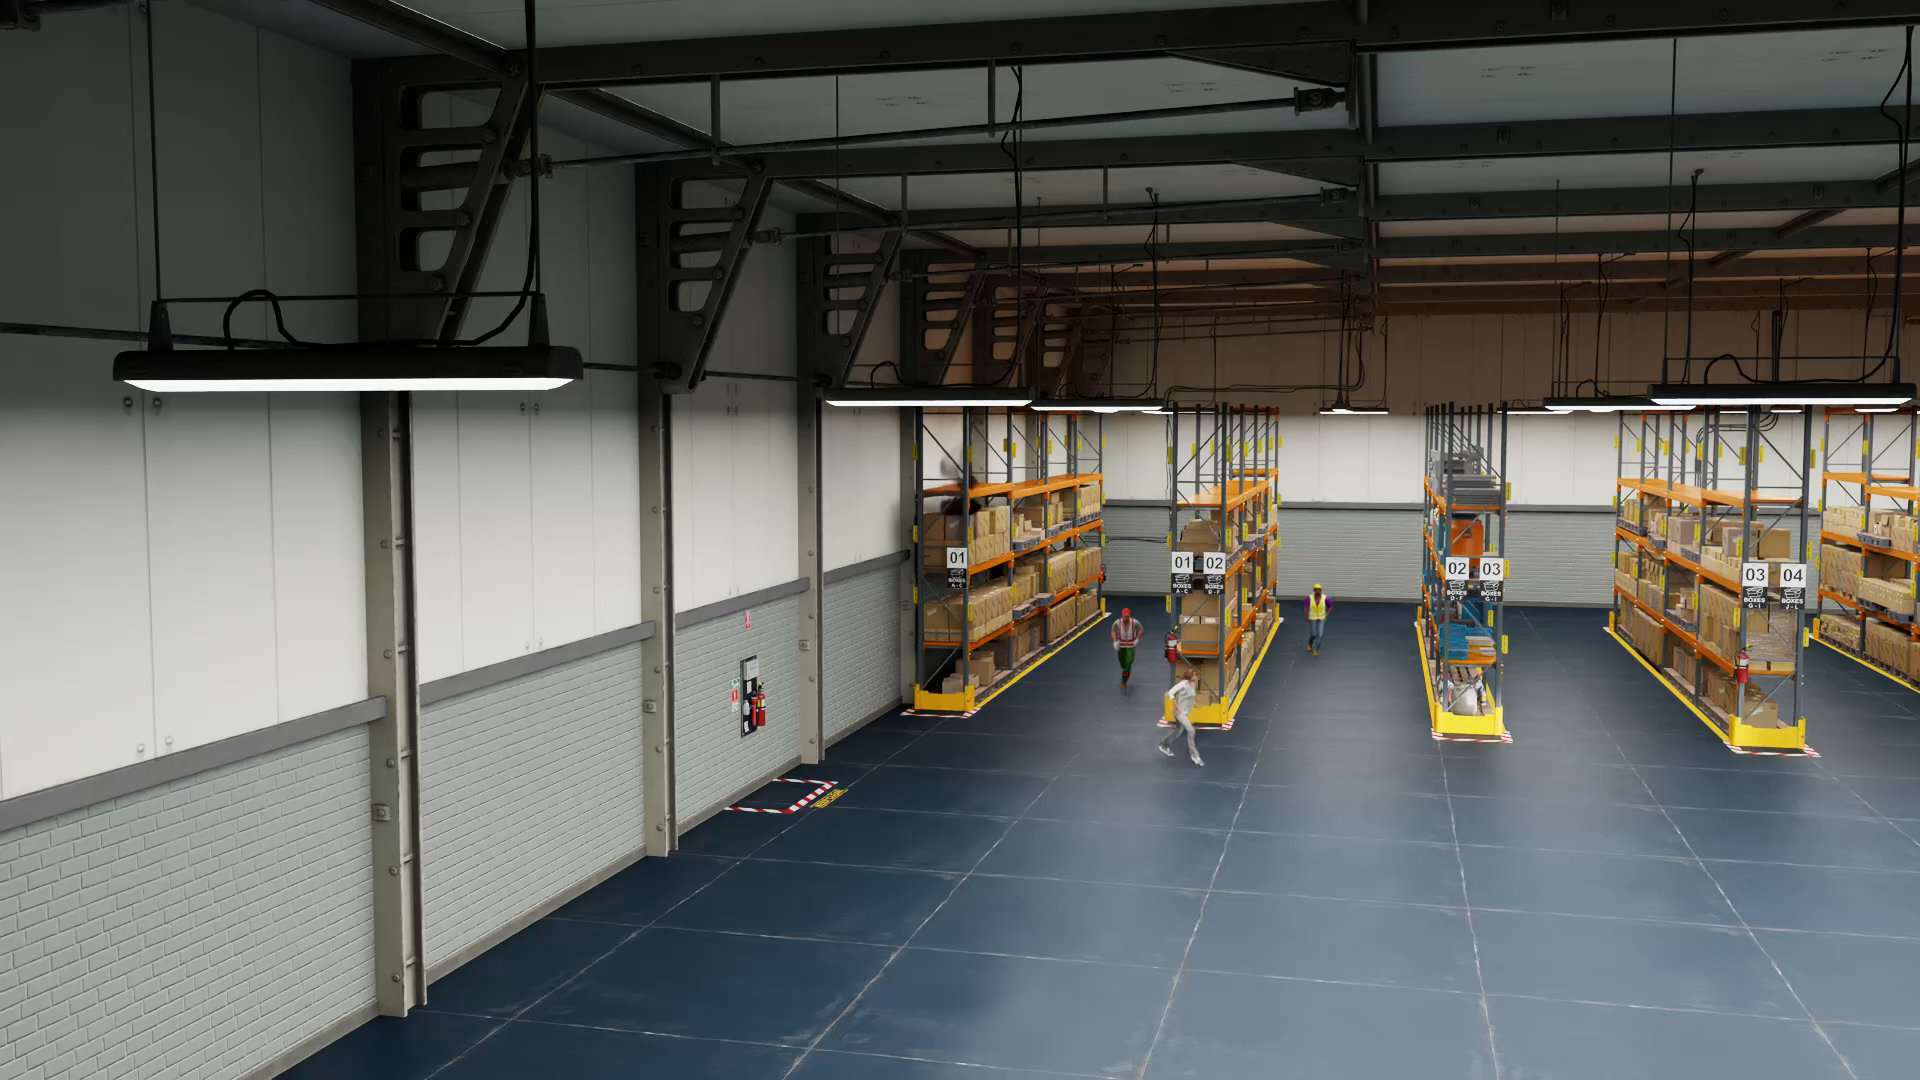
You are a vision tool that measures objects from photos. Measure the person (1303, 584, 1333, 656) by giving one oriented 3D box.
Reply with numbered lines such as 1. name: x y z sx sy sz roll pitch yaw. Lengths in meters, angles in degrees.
1. person: 8.599 1.915 39.936 0.686 1.731 0.617 1 4 8

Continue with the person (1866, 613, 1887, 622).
1. person: 24.014 1.695 43.701 0.641 1.691 0.784 -1 4 -15

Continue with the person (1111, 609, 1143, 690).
1. person: 3.546 2.281 35.305 0.665 1.726 0.953 0 4 5

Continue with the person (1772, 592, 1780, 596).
1. person: 20.755 1.743 42.316 0.730 1.754 0.649 2 5 25

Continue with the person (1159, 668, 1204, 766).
1. person: 3.663 2.896 27.560 0.893 1.589 0.556 3 5 37
